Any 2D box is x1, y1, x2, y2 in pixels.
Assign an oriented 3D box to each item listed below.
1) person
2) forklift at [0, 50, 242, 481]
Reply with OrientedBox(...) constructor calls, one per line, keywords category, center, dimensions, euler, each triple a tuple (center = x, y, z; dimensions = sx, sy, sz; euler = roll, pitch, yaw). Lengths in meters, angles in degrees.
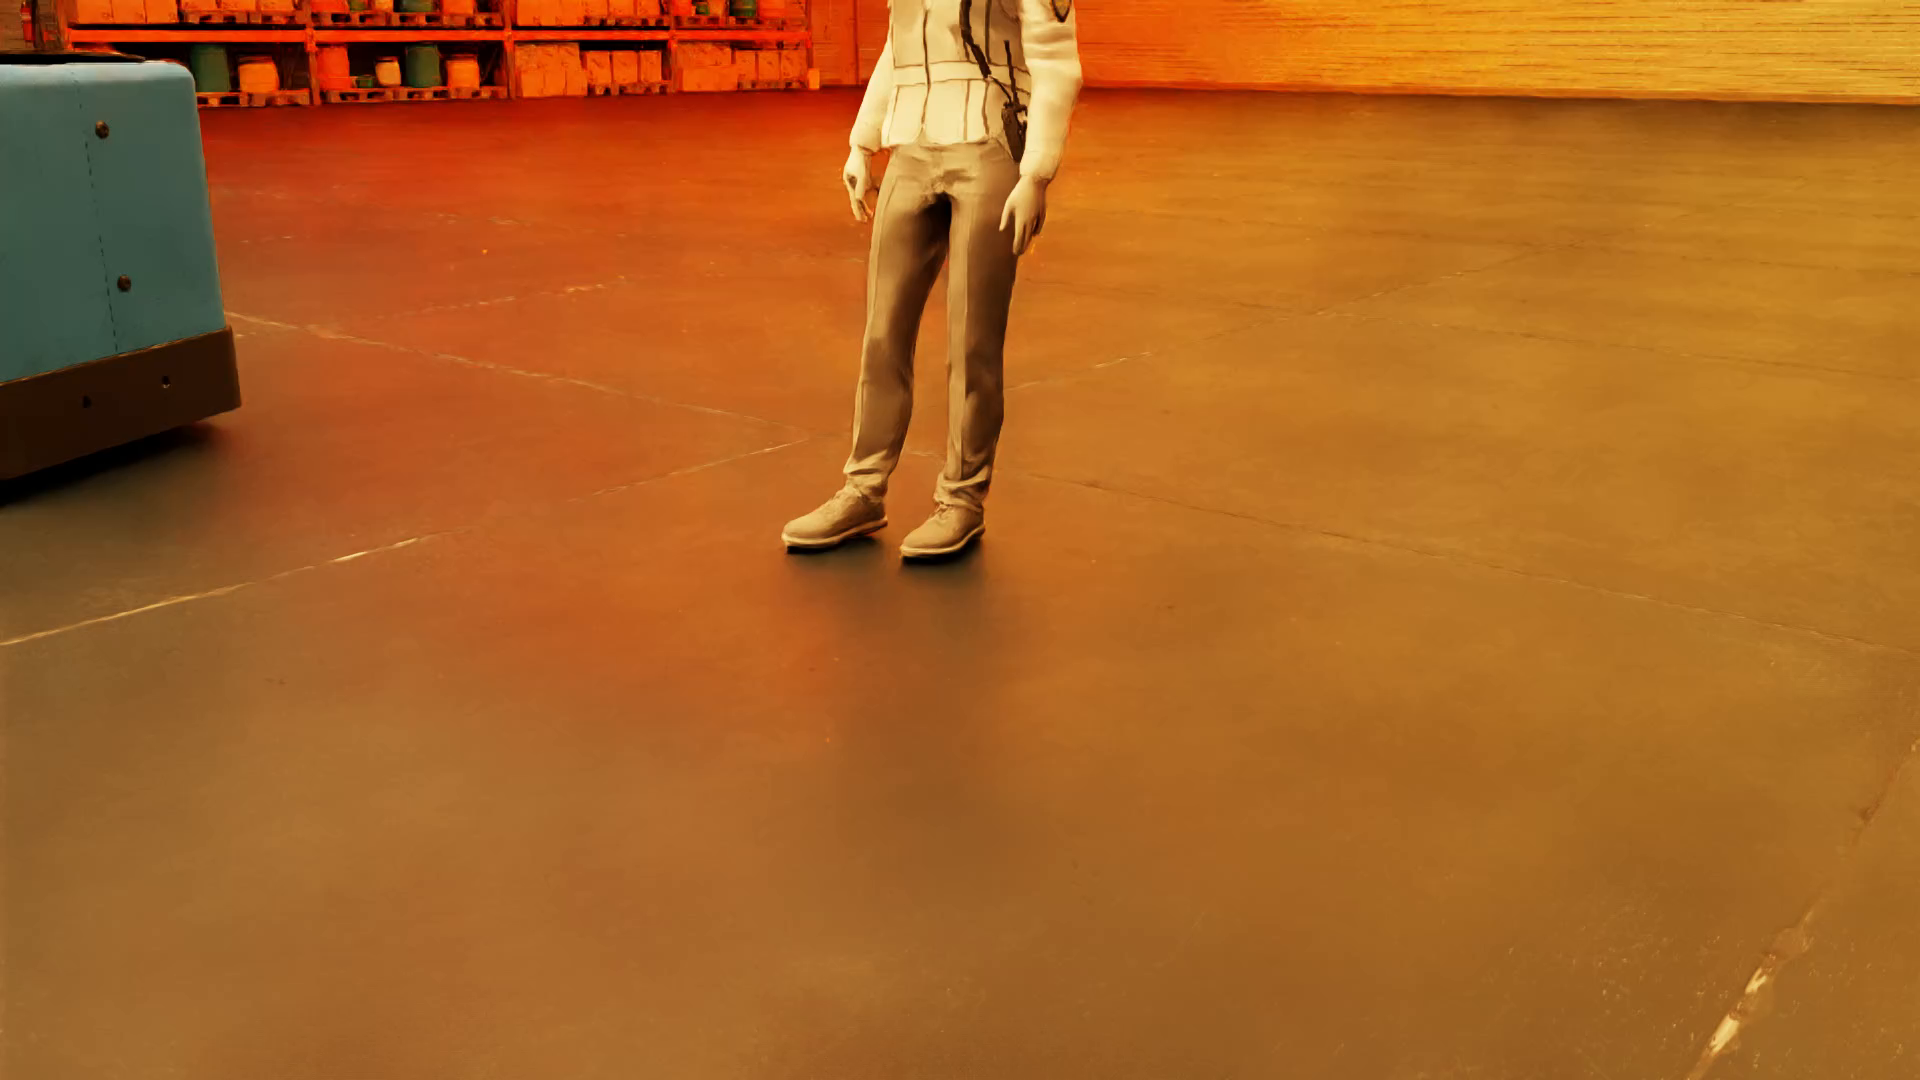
OrientedBox(category="person", center=(-0.048, -0.804, 3.648), dimensions=(0.586, 1.695, 0.532), euler=(13, 21, 37))
OrientedBox(category="forklift", center=(-3.747, -1.722, 4.568), dimensions=(3.031, 2.935, 1.130), euler=(4, 17, 14))
